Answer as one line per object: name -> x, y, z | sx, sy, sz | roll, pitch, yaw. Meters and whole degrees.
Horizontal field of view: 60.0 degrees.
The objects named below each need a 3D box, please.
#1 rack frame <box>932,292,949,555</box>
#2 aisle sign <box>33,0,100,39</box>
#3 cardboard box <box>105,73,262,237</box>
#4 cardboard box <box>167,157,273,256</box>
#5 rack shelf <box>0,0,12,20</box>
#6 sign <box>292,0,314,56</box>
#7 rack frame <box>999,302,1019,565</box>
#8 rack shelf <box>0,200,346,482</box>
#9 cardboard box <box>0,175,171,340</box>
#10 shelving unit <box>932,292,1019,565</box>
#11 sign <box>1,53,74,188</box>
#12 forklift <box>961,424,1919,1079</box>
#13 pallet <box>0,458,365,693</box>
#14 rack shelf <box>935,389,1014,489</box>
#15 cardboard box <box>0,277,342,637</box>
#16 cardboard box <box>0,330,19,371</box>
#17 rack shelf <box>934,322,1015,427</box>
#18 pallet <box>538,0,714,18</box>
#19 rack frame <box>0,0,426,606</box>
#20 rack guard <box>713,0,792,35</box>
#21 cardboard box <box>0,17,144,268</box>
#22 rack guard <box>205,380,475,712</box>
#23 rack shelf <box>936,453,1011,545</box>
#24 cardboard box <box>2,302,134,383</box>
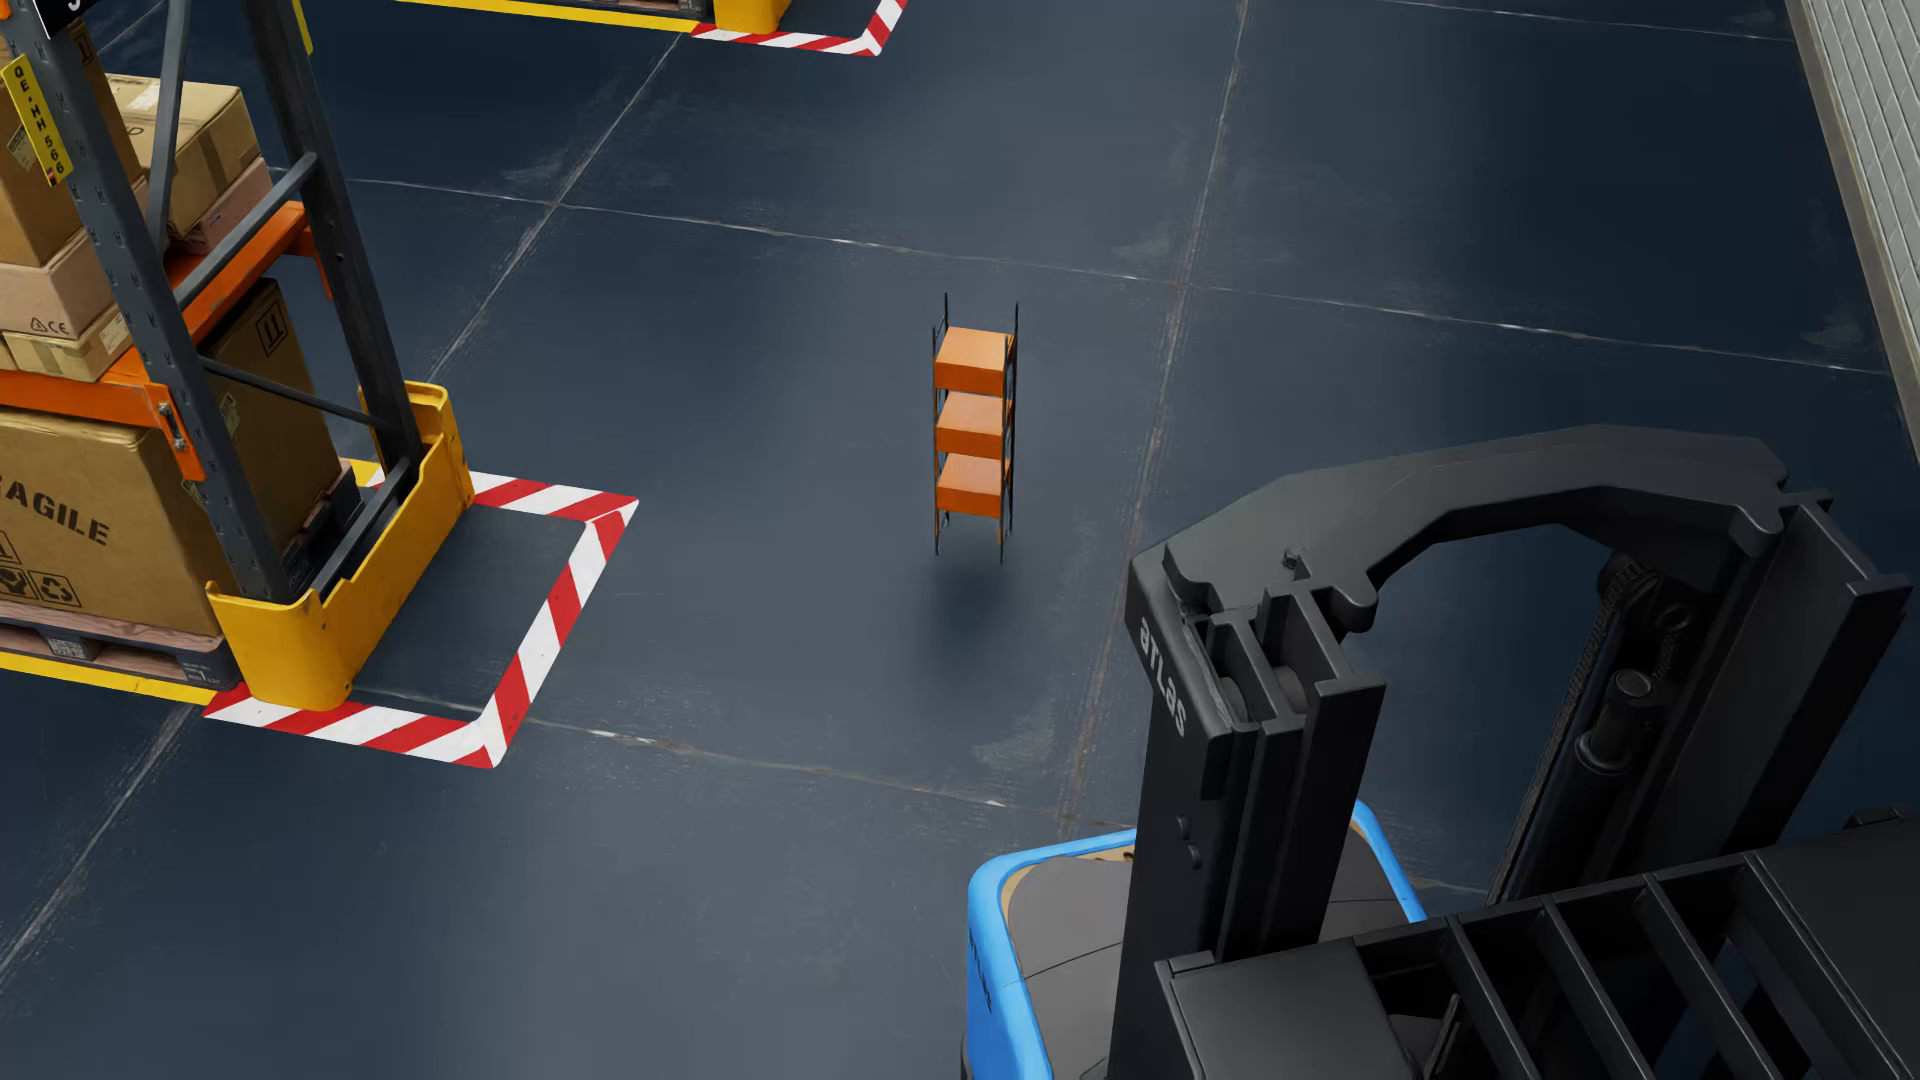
rack frame -> -0.067, -0.389, 5.897 | 0.008, 1.050, 0.200 | 9, 45, 9
aisle sign -> -2.174, -1.636, 3.912 | 0.004, 0.787, 0.394 | 9, 45, 9
cardboard box -> -2.588, -1.222, 5.250 | 0.500, 0.250, 0.500 | 8, 44, 8
cardboard box -> -2.453, -1.100, 5.411 | 0.250, 0.149, 0.380 | 9, 45, 10
rack shelf -> -4.130, -2.038, 4.560 | 4.000, 0.370, 1.077 | 9, 45, 9
sign -> -2.051, -1.628, 5.097 | 0.005, 0.325, 0.100 | 9, 45, 9
rack frame -> 0.171, -0.352, 5.858 | 0.008, 1.050, 0.200 | 9, 45, 9
rack shelf -> -4.130, -0.957, 5.600 | 4.000, 0.370, 1.077 | 9, 45, 9
cardboard box -> -2.709, -0.860, 4.874 | 0.500, 0.250, 0.500 | 8, 45, 8
shelving unit -> 0.052, -0.370, 5.877 | 0.252, 1.050, 0.215 | 9, 45, 9
sign -> -2.310, -1.051, 4.173 | 0.005, 0.325, 0.100 | 9, 45, 9
forklift -> 0.842, 1.393, 2.689 | 1.130, 2.935, 3.031 | -9, 45, -10
pallet -> -2.976, 0.023, 6.074 | 1.213, 0.211, 1.003 | 9, 45, 9
rack shelf -> 0.052, -0.363, 5.885 | 0.240, 0.259, 0.215 | 9, 45, 9
cardboard box -> -2.820, -0.342, 5.671 | 0.875, 0.875, 0.875 | 9, 45, 9
cardboard box -> -2.852, -0.692, 4.987 | 0.250, 0.149, 0.380 | 9, 45, 9
rack shelf -> 0.052, -0.567, 5.688 | 0.240, 0.259, 0.215 | 9, 45, 9
pallet -> -1.893, -3.412, 9.642 | 1.213, 0.211, 1.003 | 9, 45, 9
rack frame -> -2.178, -0.913, 5.036 | 0.127, 3.000, 1.000 | 9, 45, 9
rack guard -> -1.070, -3.370, 9.390 | 0.348, 0.500, 1.175 | 9, 45, 9
cardboard box -> -2.711, -1.132, 4.616 | 0.500, 0.500, 0.500 | 9, 45, 10
rack guard -> -2.155, -0.009, 5.899 | 0.348, 0.500, 1.175 | 9, 45, 9
rack shelf -> 0.052, -0.162, 6.078 | 0.240, 0.259, 0.215 | 9, 45, 9
cardboard box -> -2.598, -0.654, 4.947 | 0.250, 0.149, 0.380 | 10, 45, 10
